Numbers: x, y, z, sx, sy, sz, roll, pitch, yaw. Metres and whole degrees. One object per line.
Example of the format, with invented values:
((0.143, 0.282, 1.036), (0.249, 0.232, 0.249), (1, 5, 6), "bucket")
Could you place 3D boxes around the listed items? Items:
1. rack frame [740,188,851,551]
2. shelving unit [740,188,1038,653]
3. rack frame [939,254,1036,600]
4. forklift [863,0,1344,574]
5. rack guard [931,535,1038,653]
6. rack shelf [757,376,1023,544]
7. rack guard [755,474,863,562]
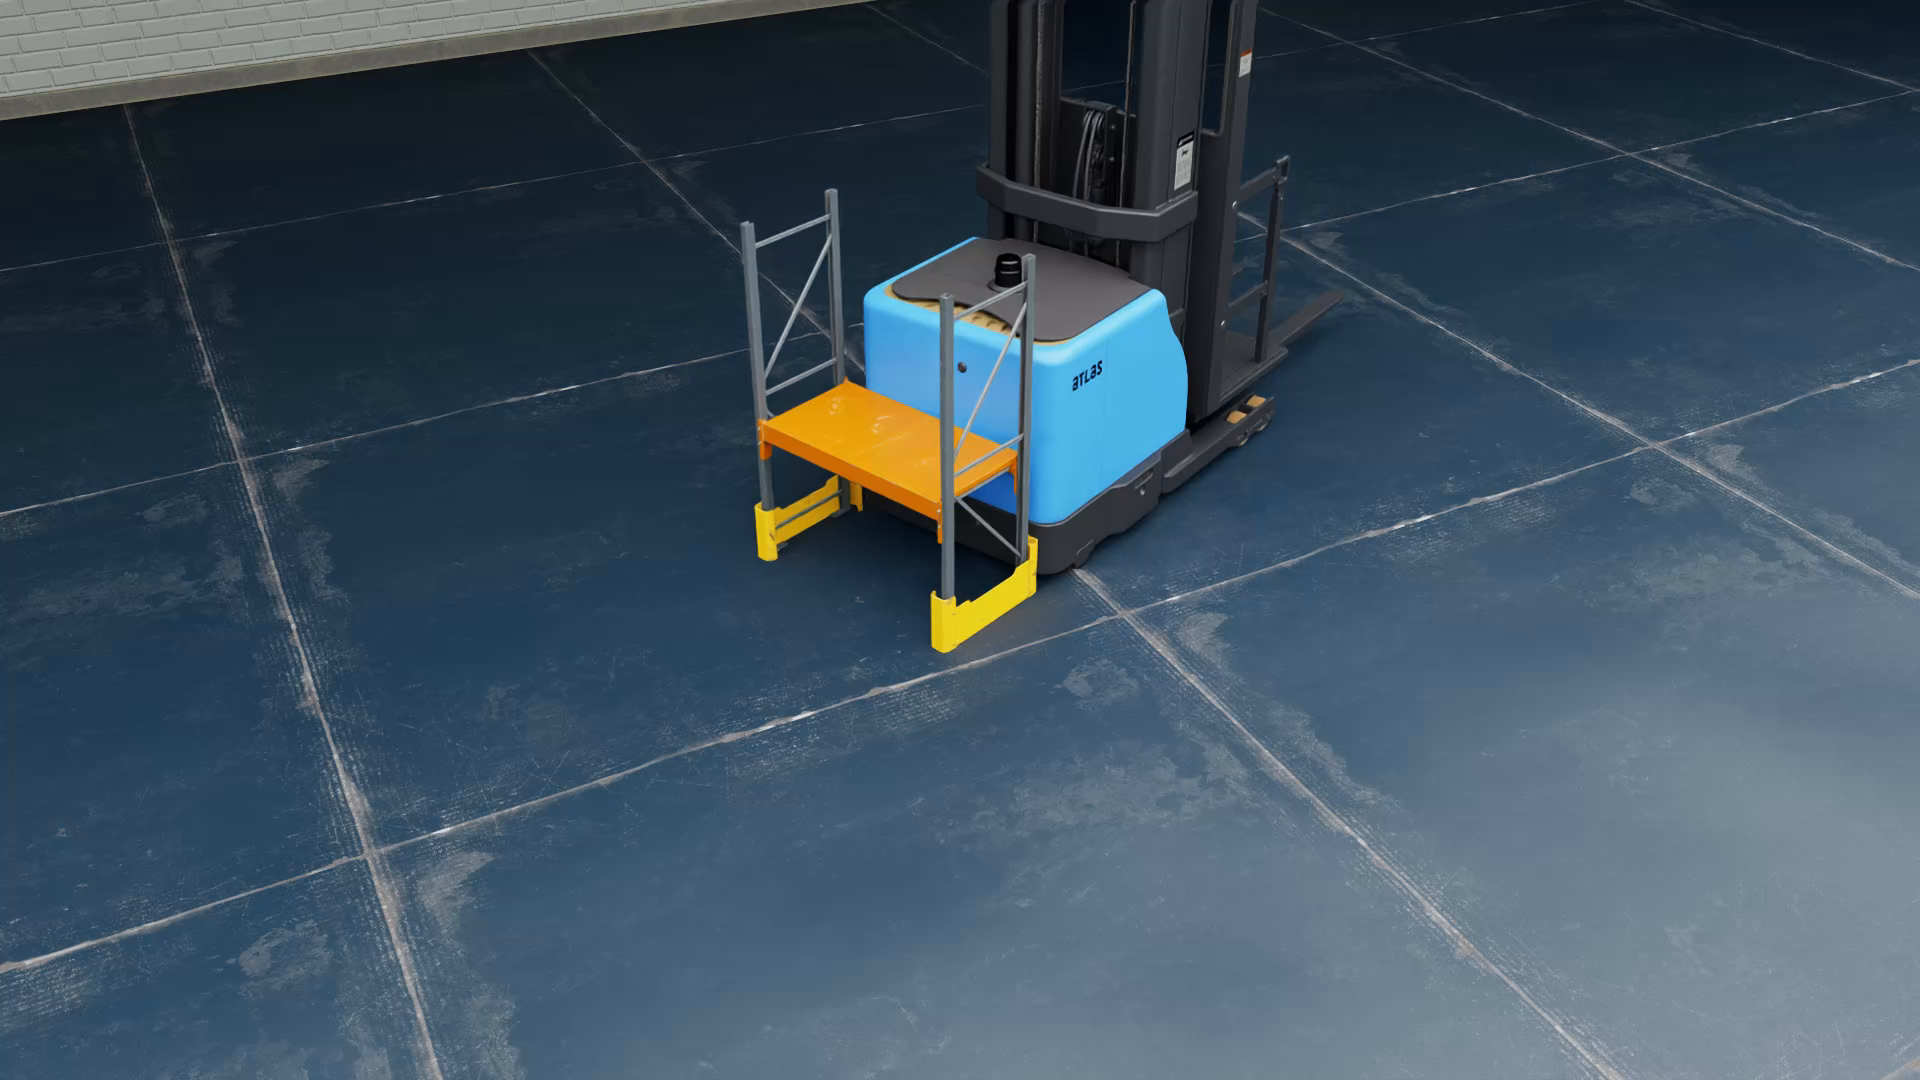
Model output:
((-0.665, -0.674, 6.911), (0.032, 1.500, 0.500), (25, 40, 33), "rack frame")
((-0.275, -0.491, 6.626), (1.083, 1.500, 0.587), (25, 40, 33), "shelving unit")
((0.103, -0.314, 6.350), (0.032, 1.500, 0.500), (25, 40, 33), "rack frame")
((0.874, -1.828, 7.386), (1.130, 2.935, 3.031), (22, 39, 31), "forklift")
((0.102, 0.211, 6.688), (0.087, 0.250, 0.587), (25, 40, 33), "rack guard")
((-0.281, -0.343, 6.728), (1.000, 0.185, 0.538), (25, 40, 33), "rack shelf")
((-0.651, -0.141, 7.238), (0.087, 0.250, 0.587), (25, 40, 33), "rack guard")
